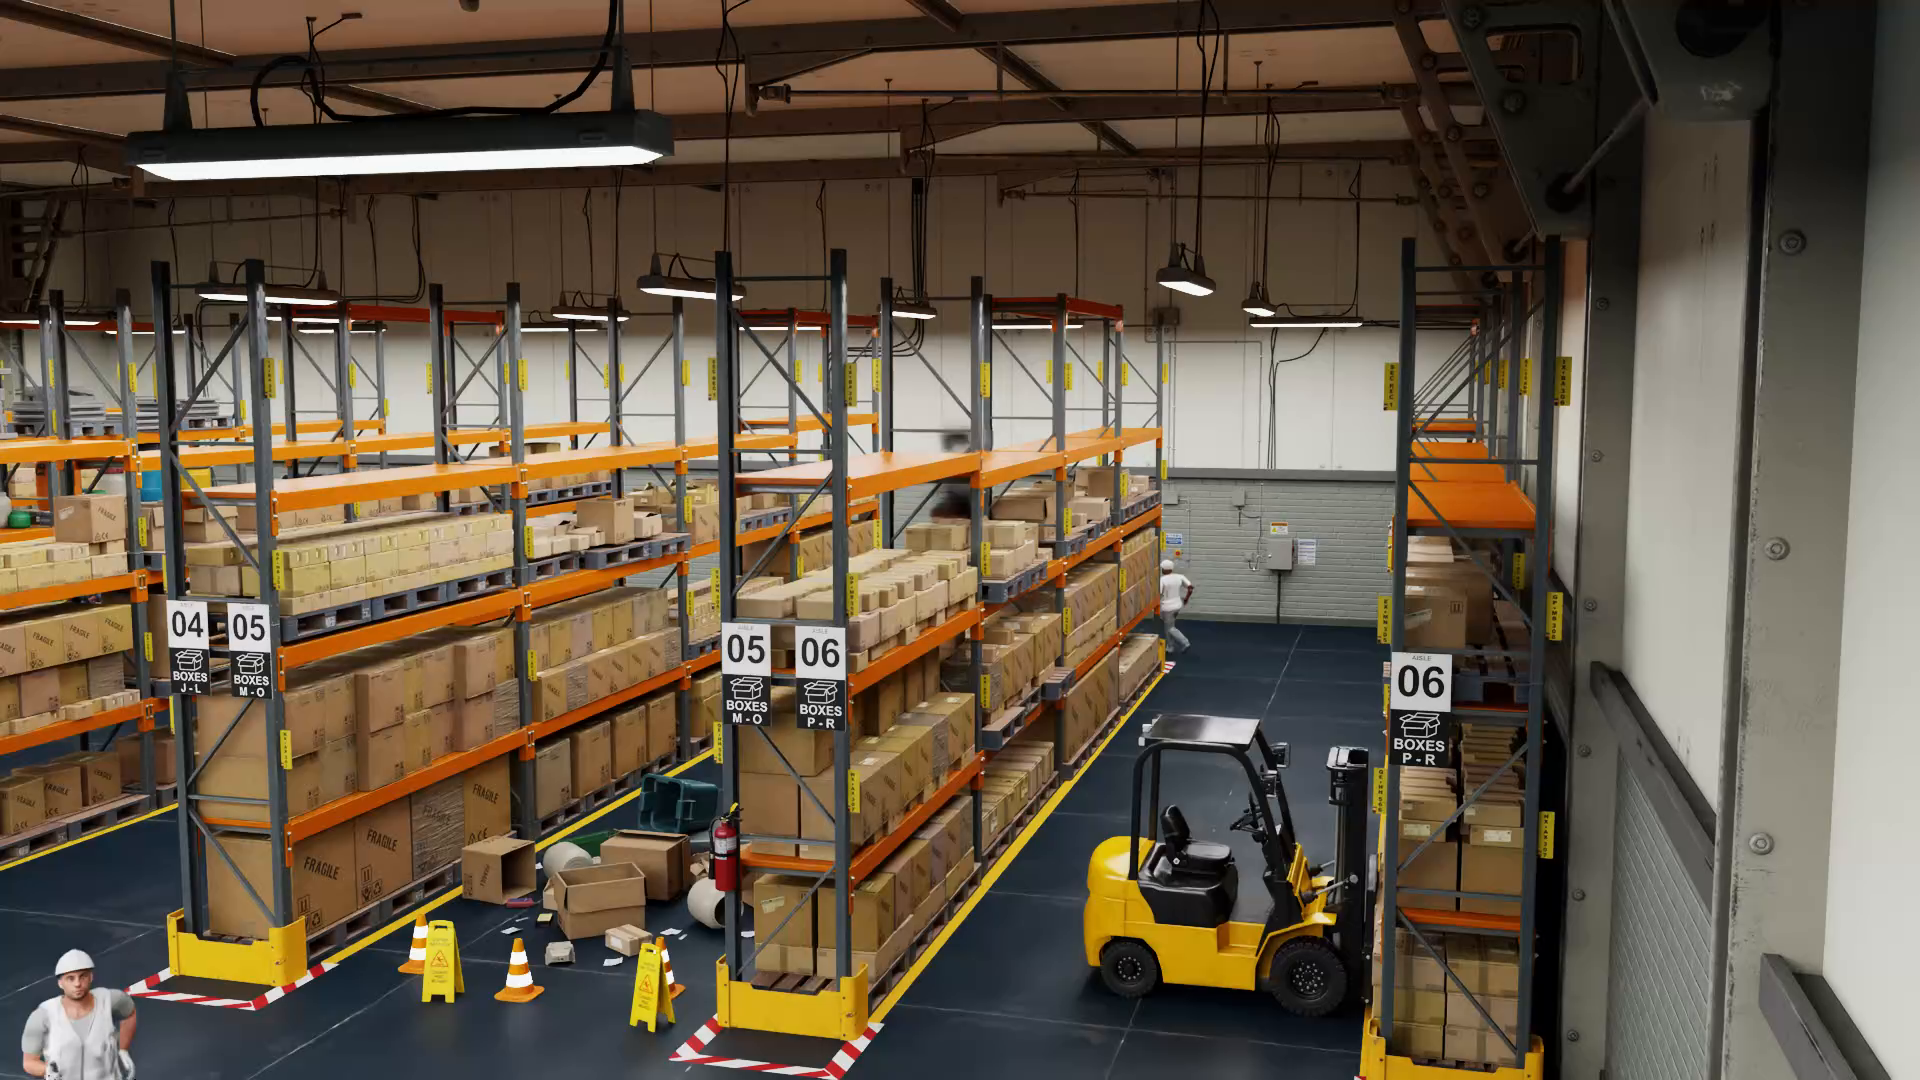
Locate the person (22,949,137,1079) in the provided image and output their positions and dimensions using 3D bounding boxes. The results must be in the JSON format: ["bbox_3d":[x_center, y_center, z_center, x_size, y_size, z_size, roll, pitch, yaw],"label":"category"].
[{"bbox_3d":[-5.087,3.265,9.663,0.601,1.818,0.777,-3,7,-28],"label":"person"}]

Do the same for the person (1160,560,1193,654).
[{"bbox_3d":[3.716,1.205,29.336,0.754,1.733,0.898,-4,7,-32],"label":"person"}]
